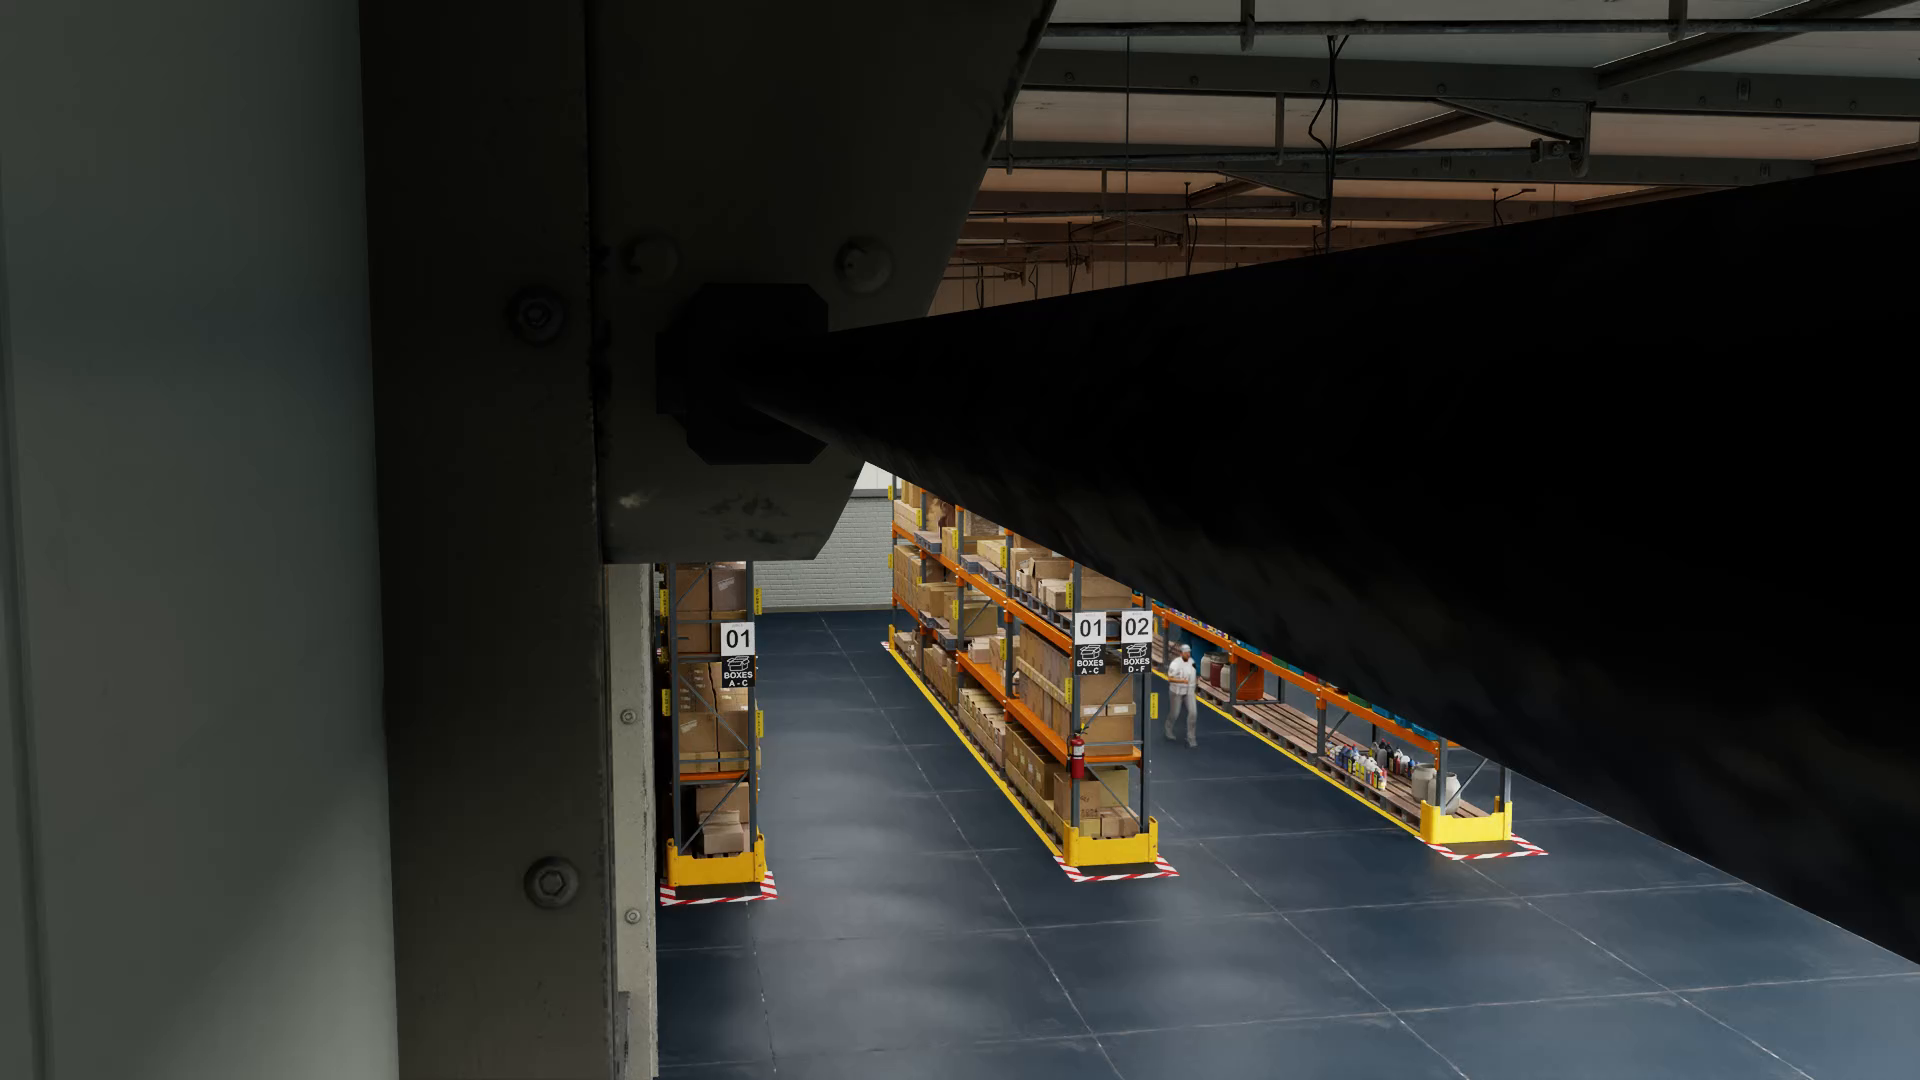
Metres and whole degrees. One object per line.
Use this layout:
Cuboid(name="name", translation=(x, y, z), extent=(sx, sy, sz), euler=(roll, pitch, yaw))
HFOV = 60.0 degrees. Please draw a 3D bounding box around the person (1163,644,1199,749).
Cuboid(name="person", translation=(3.653, 2.541, 27.448), extent=(0.561, 1.695, 0.860), euler=(-2, 7, -19))
